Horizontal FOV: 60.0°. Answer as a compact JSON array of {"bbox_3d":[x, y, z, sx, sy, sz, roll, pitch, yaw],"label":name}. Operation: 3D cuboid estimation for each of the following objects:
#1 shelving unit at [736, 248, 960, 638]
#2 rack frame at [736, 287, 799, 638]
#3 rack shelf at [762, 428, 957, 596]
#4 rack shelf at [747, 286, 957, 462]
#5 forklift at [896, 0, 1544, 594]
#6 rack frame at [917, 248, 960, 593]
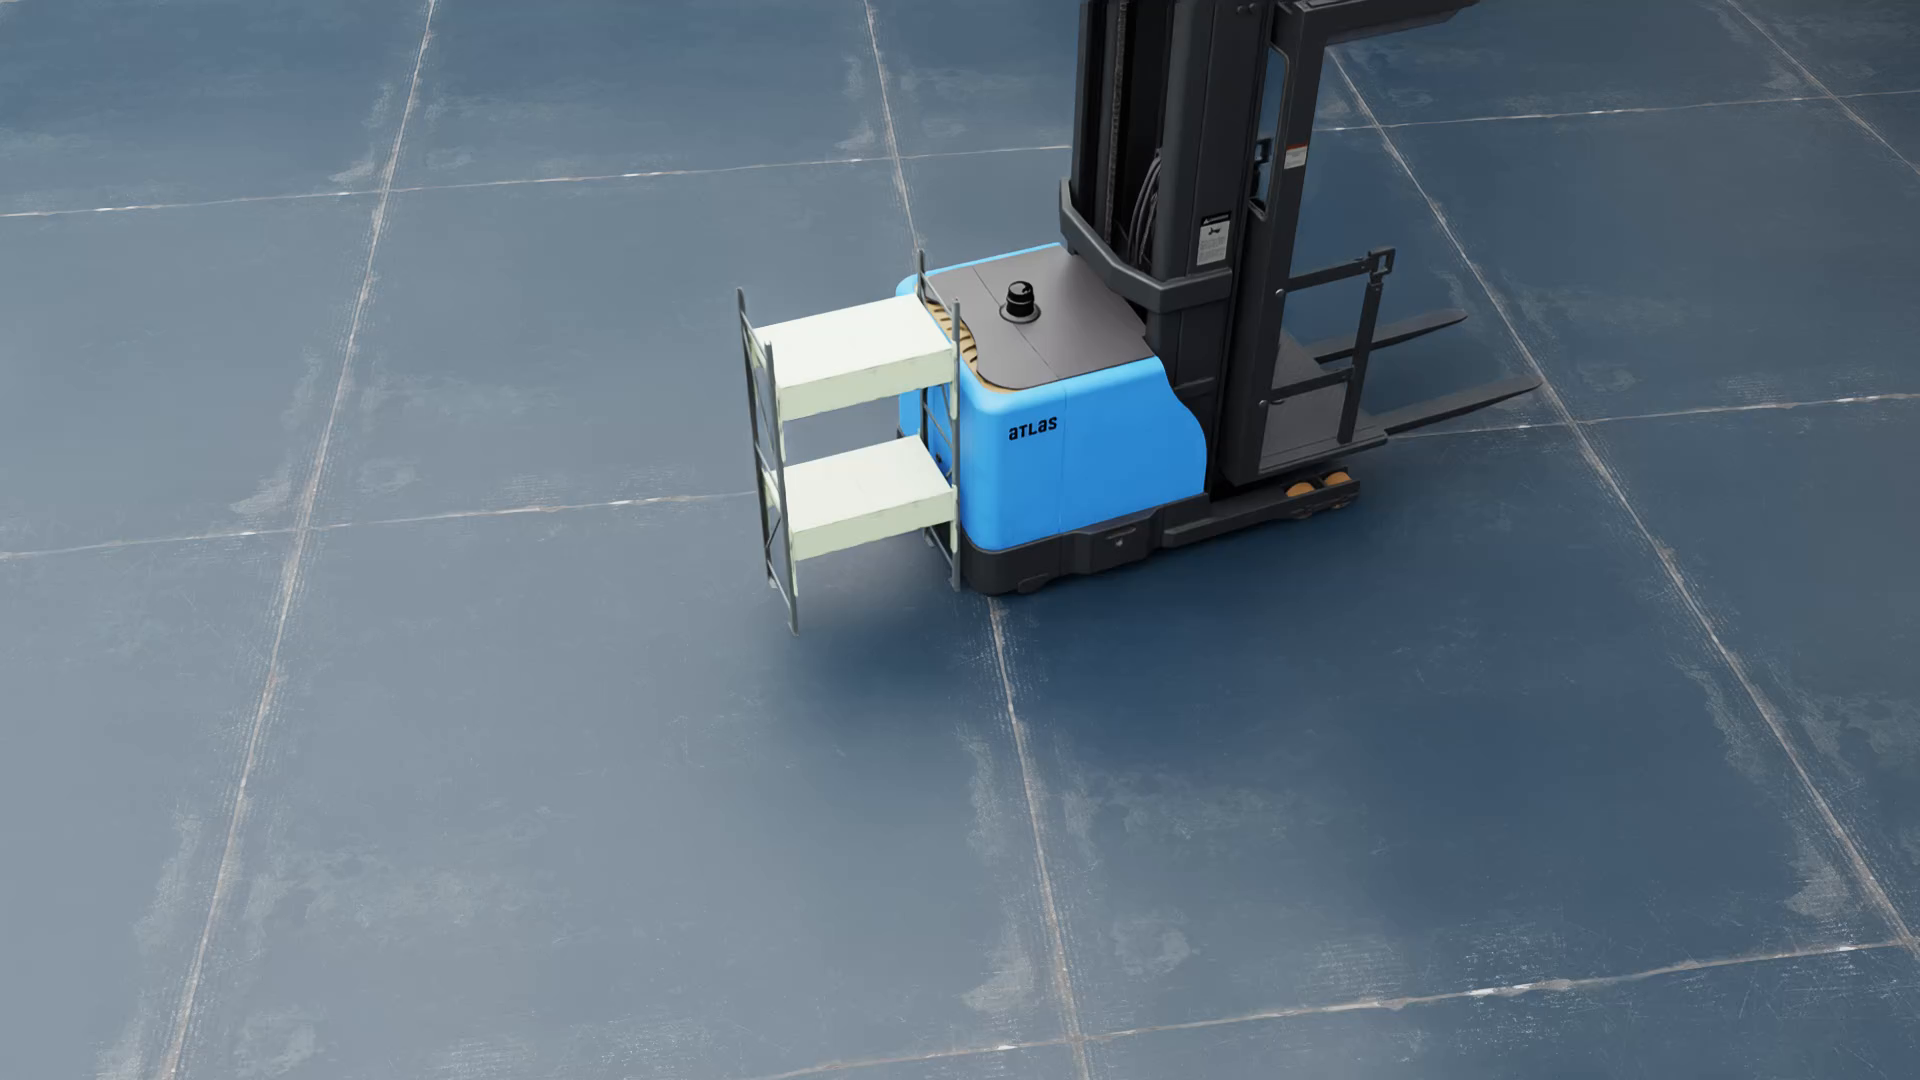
[{"bbox_3d":[-0.424,-0.364,6.748,0.755,1.500,0.431,-15,44,-16],"label":"shelving unit"},{"bbox_3d":[-0.763,-0.272,6.647,0.023,1.500,0.400,-15,44,-16],"label":"rack frame"},{"bbox_3d":[-0.424,-0.122,6.967,0.720,0.370,0.431,-15,44,-16],"label":"rack shelf"},{"bbox_3d":[-0.424,-0.653,6.487,0.720,0.370,0.431,-15,44,-16],"label":"rack shelf"},{"bbox_3d":[1.278,-1.495,6.935,3.031,2.935,1.130,-16,44,-17],"label":"forklift"},{"bbox_3d":[-0.084,-0.455,6.850,0.023,1.500,0.400,-15,44,-16],"label":"rack frame"}]
